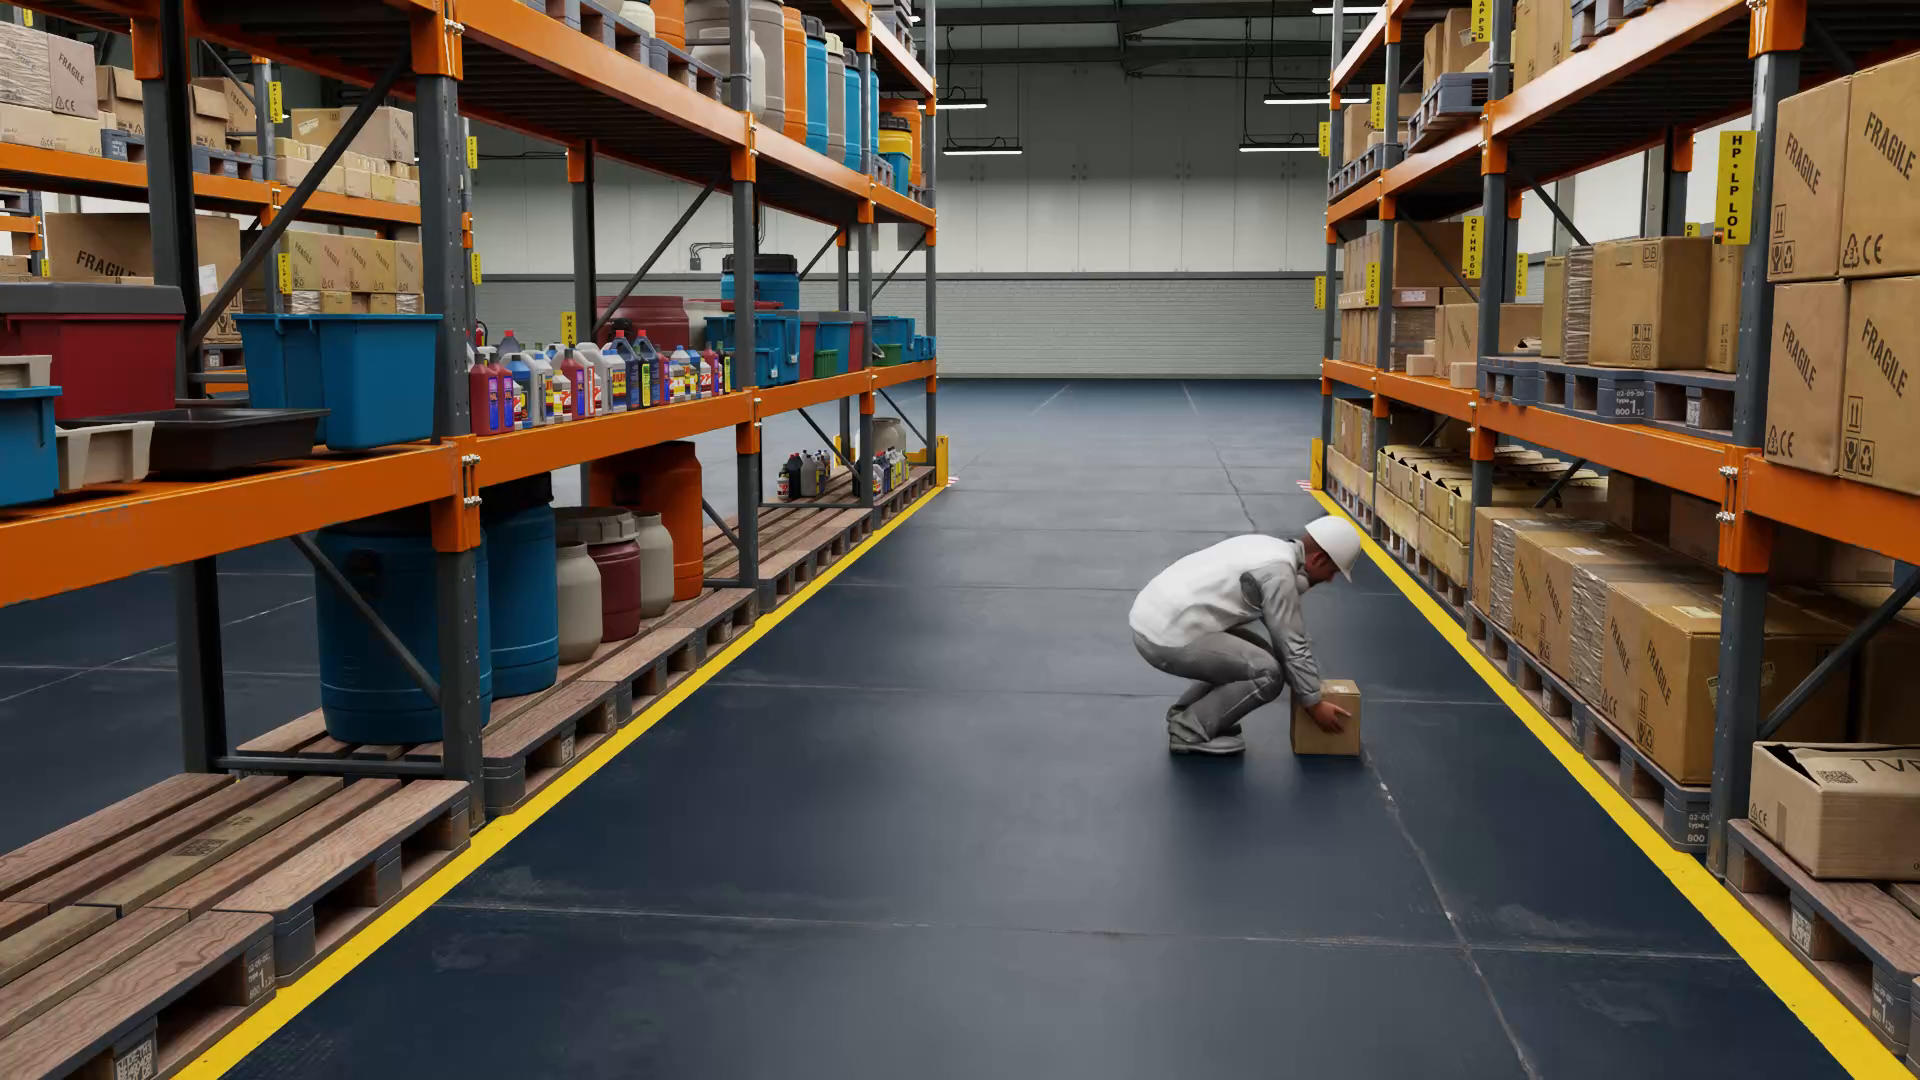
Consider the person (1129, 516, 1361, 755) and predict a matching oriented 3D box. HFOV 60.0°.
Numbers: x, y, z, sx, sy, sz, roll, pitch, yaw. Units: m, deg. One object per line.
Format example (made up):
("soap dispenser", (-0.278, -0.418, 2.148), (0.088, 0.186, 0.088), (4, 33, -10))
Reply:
("person", (1.134, 0.368, 6.658), (0.913, 0.927, 0.538), (1, 8, 6))
